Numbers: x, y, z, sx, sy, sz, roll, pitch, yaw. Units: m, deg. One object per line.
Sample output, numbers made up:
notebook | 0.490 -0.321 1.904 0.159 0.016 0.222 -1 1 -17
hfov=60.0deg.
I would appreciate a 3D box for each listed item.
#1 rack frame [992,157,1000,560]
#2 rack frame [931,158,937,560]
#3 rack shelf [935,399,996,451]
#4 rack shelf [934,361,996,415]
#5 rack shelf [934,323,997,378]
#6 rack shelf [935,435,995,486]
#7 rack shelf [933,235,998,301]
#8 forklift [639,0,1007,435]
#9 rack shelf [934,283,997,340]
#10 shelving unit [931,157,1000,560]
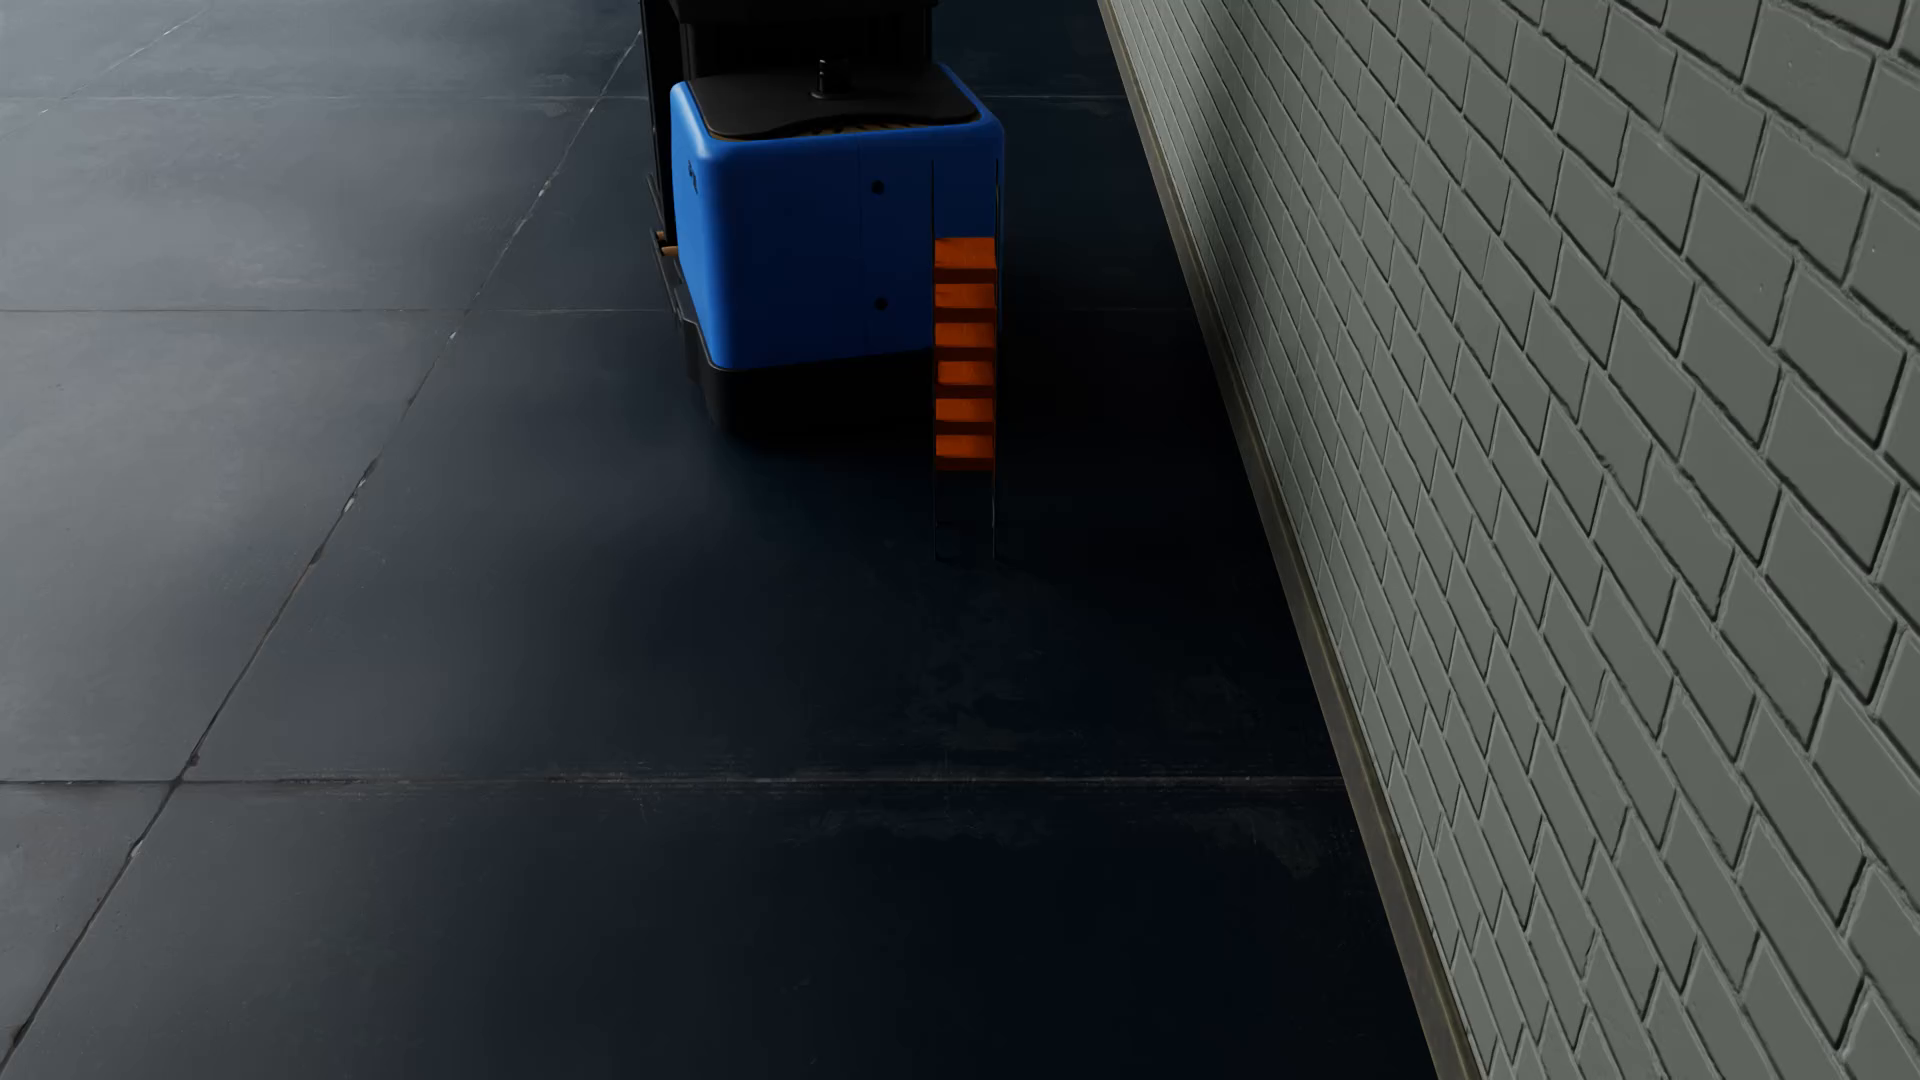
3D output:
rack frame | 0.106 -0.513 4.939 0.006 1.200 0.240 0 31 0
rack frame | -0.077 -0.513 4.938 0.006 1.200 0.240 0 31 0
rack shelf | 0.014 -0.372 5.024 0.180 0.103 0.258 0 31 0
rack shelf | 0.014 -0.475 4.962 0.180 0.103 0.258 0 31 0
rack shelf | 0.014 -0.578 4.900 0.180 0.103 0.258 0 31 0
rack shelf | 0.014 -0.270 5.086 0.180 0.103 0.258 0 31 0
rack shelf | 0.014 -0.783 4.775 0.180 0.103 0.258 0 31 0
forklift | -0.710 -2.368 6.327 1.130 2.935 3.031 -8 32 -13
rack shelf | 0.014 -0.680 4.837 0.180 0.103 0.258 0 31 0
shelving unit | 0.014 -0.513 4.939 0.189 1.200 0.258 0 31 0
